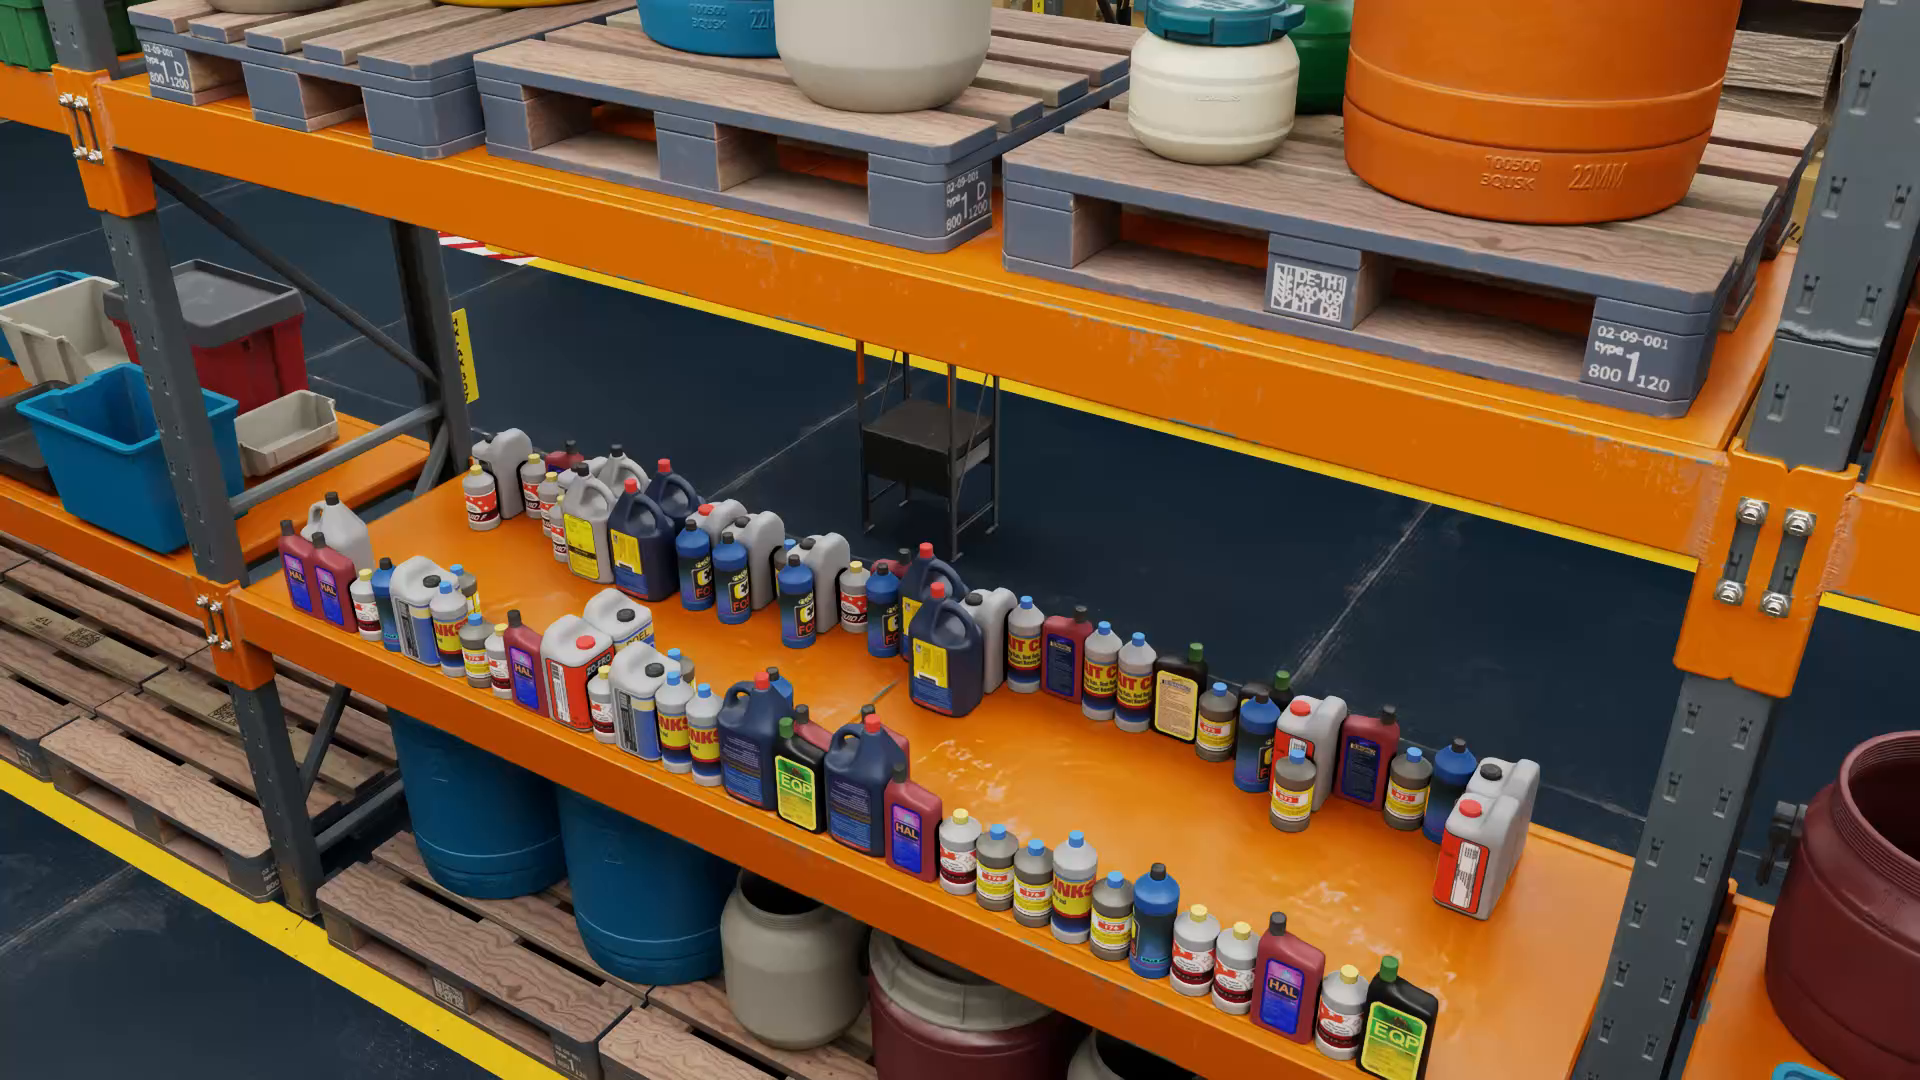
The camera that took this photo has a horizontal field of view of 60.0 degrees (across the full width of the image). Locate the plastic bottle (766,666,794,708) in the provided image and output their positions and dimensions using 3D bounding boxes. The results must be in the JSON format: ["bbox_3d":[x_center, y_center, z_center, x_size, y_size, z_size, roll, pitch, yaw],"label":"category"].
[{"bbox_3d":[-0.461,0.436,4.153,0.097,0.271,0.097,0,30,0],"label":"plastic bottle"}]

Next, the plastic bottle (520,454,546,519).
[{"bbox_3d":[-1.338,-0.176,5.273,0.097,0.201,0.097,0,30,0],"label":"plastic bottle"}]

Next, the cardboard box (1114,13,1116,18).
[{"bbox_3d":[1.506,-4.446,14.217,0.250,0.149,0.380,19,35,29],"label":"cardboard box"}]

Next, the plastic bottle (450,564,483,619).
[{"bbox_3d":[-1.407,0.163,4.691,0.097,0.201,0.097,0,30,0],"label":"plastic bottle"}]

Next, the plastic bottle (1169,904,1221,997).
[{"bbox_3d":[0.496,0.855,3.504,0.097,0.201,0.097,0,30,0],"label":"plastic bottle"}]

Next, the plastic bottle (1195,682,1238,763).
[{"bbox_3d":[0.648,0.452,4.196,0.097,0.201,0.097,0,30,0],"label":"plastic bottle"}]

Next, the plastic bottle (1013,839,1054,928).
[{"bbox_3d":[0.166,0.751,3.683,0.097,0.201,0.097,0,30,0],"label":"plastic bottle"}]

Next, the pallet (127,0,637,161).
[{"bbox_3d":[-1.241,-1.295,4.204,1.003,0.211,1.213,18,35,27],"label":"pallet"}]

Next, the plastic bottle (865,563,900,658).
[{"bbox_3d":[-0.210,0.186,4.582,0.097,0.271,0.097,0,30,0],"label":"plastic bottle"}]

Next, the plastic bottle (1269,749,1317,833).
[{"bbox_3d":[0.794,0.588,3.962,0.097,0.201,0.097,0,30,0],"label":"plastic bottle"}]

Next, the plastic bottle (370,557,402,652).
[{"bbox_3d":[-1.570,0.172,4.607,0.097,0.271,0.097,0,30,0],"label":"plastic bottle"}]

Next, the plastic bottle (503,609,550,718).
[{"bbox_3d":[-1.120,0.319,4.342,0.133,0.283,0.061,18,35,27],"label":"plastic bottle"}]

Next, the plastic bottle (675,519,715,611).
[{"bbox_3d":[-0.765,0.065,4.789,0.097,0.271,0.097,0,30,0],"label":"plastic bottle"}]

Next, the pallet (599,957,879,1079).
[{"bbox_3d":[-0.288,1.506,4.959,1.213,0.211,1.003,18,35,27],"label":"pallet"}]

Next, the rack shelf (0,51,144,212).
[{"bbox_3d":[-3.650,-1.770,5.544,4.000,0.370,1.077,18,35,27],"label":"rack shelf"}]

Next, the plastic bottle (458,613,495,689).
[{"bbox_3d":[-1.291,0.290,4.473,0.097,0.201,0.097,0,30,0],"label":"plastic bottle"}]

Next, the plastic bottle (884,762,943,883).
[{"bbox_3d":[-0.106,0.640,3.792,0.133,0.283,0.061,18,35,27],"label":"plastic bottle"}]

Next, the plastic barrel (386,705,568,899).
[{"bbox_3d":[-1.505,0.629,5.361,0.708,0.901,0.600,18,35,27],"label":"plastic barrel"}]

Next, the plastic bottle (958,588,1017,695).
[{"bbox_3d":[0.062,0.250,4.467,0.135,0.276,0.152,18,35,27],"label":"plastic bottle"}]

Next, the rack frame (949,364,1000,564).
[{"bbox_3d":[0.066,-0.886,7.185,0.015,2.100,0.400,18,35,27],"label":"rack frame"}]

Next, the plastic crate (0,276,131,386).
[{"bbox_3d":[-3.152,-0.712,6.051,0.530,0.282,0.437,18,35,27],"label":"plastic crate"}]

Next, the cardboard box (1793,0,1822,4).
[{"bbox_3d":[5.488,-3.595,10.768,0.250,0.149,0.380,17,34,27],"label":"cardboard box"}]

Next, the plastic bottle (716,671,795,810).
[{"bbox_3d":[-0.488,0.465,4.024,0.185,0.351,0.144,18,35,27],"label":"plastic bottle"}]

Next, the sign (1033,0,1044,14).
[{"bbox_3d":[0.383,-2.534,8.179,0.005,0.325,0.100,18,35,27],"label":"sign"}]

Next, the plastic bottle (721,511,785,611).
[{"bbox_3d":[-0.600,0.041,4.826,0.135,0.276,0.152,18,35,27],"label":"plastic bottle"}]

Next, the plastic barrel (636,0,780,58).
[{"bbox_3d":[-0.430,-1.551,3.541,0.708,0.901,0.600,18,35,27],"label":"plastic barrel"}]

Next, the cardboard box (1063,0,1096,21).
[{"bbox_3d":[0.407,-2.988,9.005,0.500,0.500,0.500,18,35,27],"label":"cardboard box"}]

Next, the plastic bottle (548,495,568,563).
[{"bbox_3d":[-1.192,-0.040,5.039,0.097,0.201,0.097,0,30,0],"label":"plastic bottle"}]

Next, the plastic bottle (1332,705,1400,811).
[{"bbox_3d":[0.983,0.511,4.013,0.133,0.283,0.061,18,35,27],"label":"plastic bottle"}]

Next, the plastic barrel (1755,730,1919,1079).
[{"bbox_3d":[1.986,0.759,3.338,0.708,0.536,0.600,18,35,27],"label":"plastic barrel"}]

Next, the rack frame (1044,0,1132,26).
[{"bbox_3d":[0.677,-2.363,8.824,0.127,3.000,1.000,18,35,27],"label":"rack frame"}]

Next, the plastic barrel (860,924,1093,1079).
[{"bbox_3d":[0.052,1.256,4.596,0.708,0.588,0.600,18,35,27],"label":"plastic barrel"}]

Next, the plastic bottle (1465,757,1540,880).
[{"bbox_3d":[1.237,0.622,3.830,0.135,0.276,0.152,18,35,27],"label":"plastic bottle"}]

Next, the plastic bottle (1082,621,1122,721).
[{"bbox_3d":[0.370,0.334,4.329,0.097,0.271,0.097,0,30,0],"label":"plastic bottle"}]

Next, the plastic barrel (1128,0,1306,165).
[{"bbox_3d":[0.445,-0.820,2.922,0.301,0.262,0.301,0,30,0],"label":"plastic barrel"}]

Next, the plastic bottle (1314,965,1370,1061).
[{"bbox_3d":[0.774,0.943,3.354,0.097,0.201,0.097,0,30,0],"label":"plastic bottle"}]

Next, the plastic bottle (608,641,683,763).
[{"bbox_3d":[-0.786,0.401,4.209,0.135,0.276,0.152,18,35,27],"label":"plastic bottle"}]

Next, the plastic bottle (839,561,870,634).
[{"bbox_3d":[-0.291,0.155,4.705,0.097,0.201,0.097,0,30,0],"label":"plastic bottle"}]

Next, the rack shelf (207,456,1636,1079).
[{"bbox_3d":[-0.263,0.597,4.463,4.000,0.370,1.077,18,35,27],"label":"rack shelf"}]

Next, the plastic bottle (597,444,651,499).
[{"bbox_3d":[-1.004,-0.121,5.030,0.185,0.351,0.144,18,35,27],"label":"plastic bottle"}]

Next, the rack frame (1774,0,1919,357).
[{"bbox_3d":[1.431,-1.769,1.852,0.127,3.000,1.000,18,35,27],"label":"rack frame"}]

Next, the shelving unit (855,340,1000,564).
[{"bbox_3d":[-0.140,-0.951,7.297,0.503,2.100,0.431,18,35,27],"label":"shelving unit"}]

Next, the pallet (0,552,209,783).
[{"bbox_3d":[-3.637,0.448,6.772,1.213,0.211,1.003,18,35,27],"label":"pallet"}]

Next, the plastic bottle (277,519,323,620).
[{"bbox_3d":[-1.873,0.081,4.749,0.133,0.283,0.061,18,35,27],"label":"plastic bottle"}]

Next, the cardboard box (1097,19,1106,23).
[{"bbox_3d":[1.201,-4.192,13.781,0.250,0.149,0.380,19,35,29],"label":"cardboard box"}]

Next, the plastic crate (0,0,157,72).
[{"bbox_3d":[-2.476,-1.438,4.472,0.662,0.188,0.450,18,35,27],"label":"plastic crate"}]

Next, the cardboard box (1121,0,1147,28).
[{"bbox_3d":[1.222,-2.672,8.259,0.637,0.503,0.797,17,34,26],"label":"cardboard box"}]
